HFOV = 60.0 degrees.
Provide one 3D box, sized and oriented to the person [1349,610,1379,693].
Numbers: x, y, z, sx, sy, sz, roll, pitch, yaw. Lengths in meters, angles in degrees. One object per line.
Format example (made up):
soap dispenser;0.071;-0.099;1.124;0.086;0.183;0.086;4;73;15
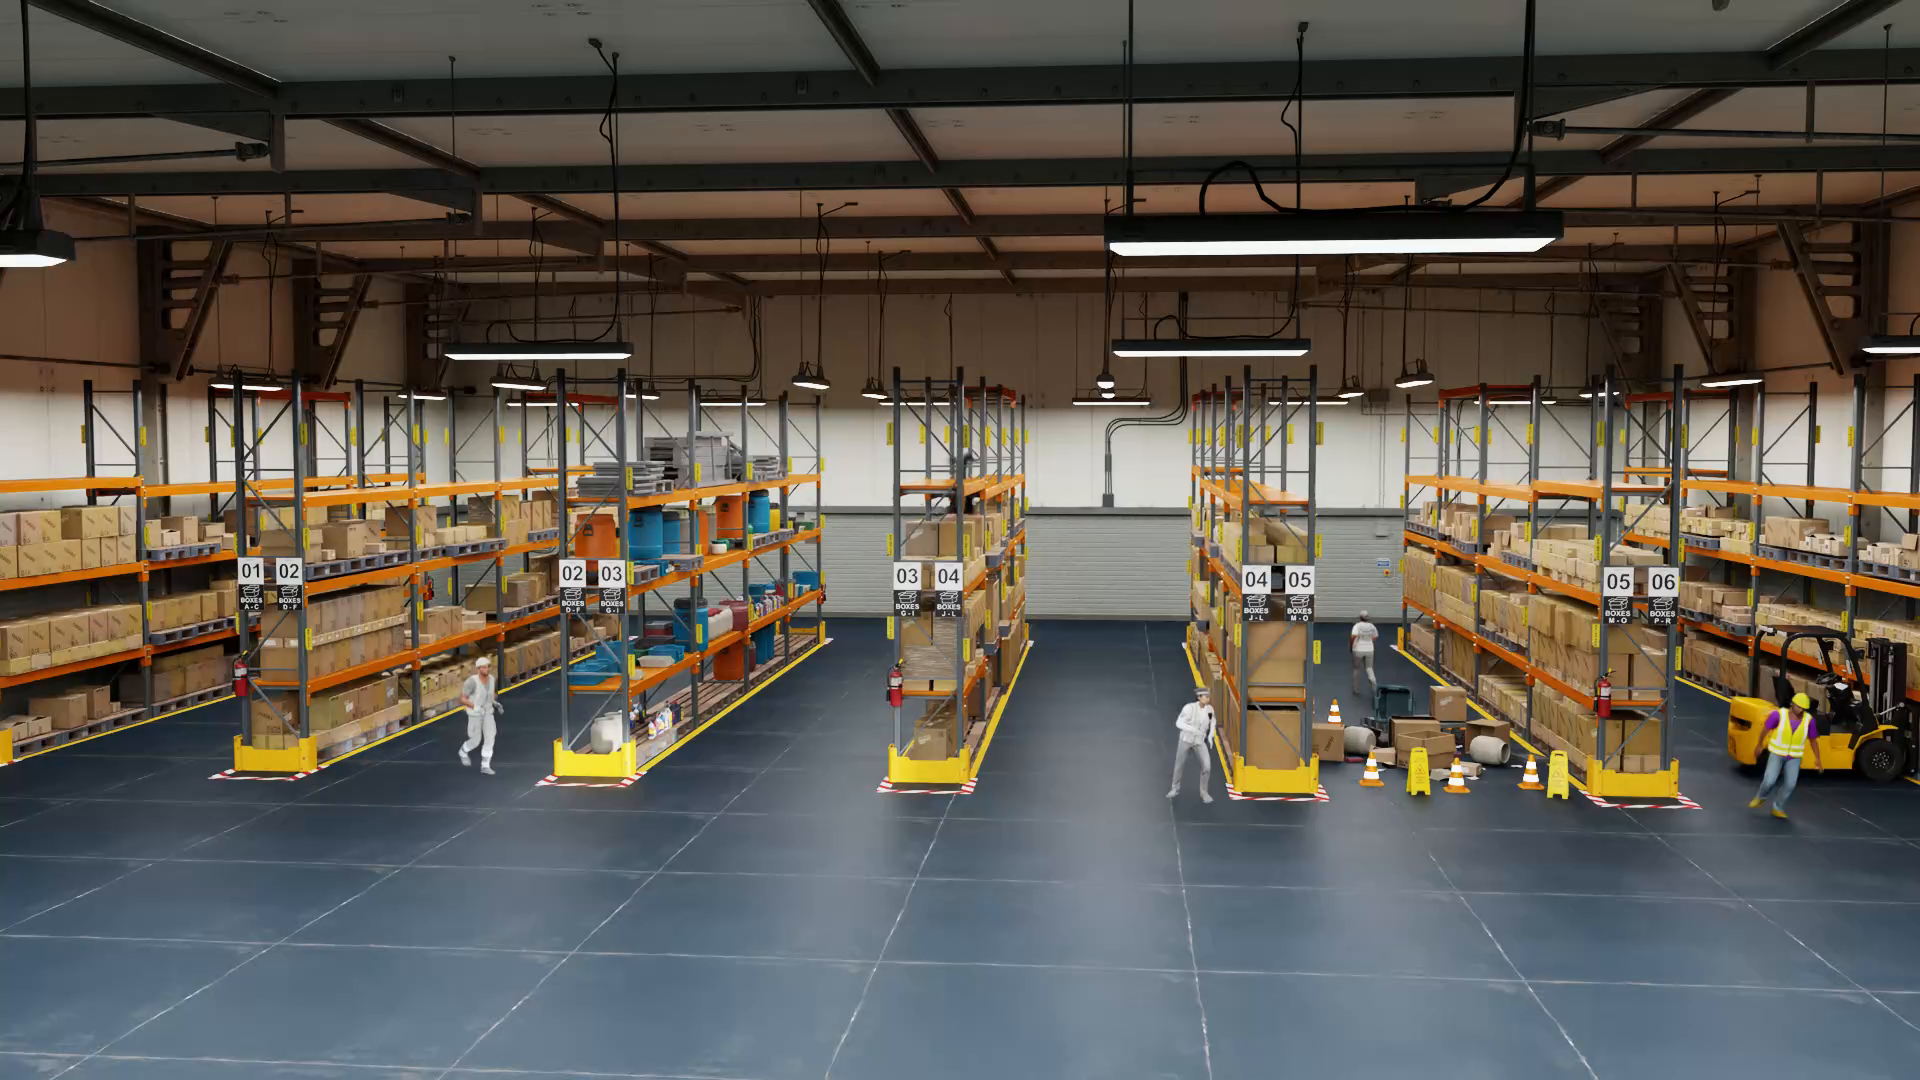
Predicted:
person;7.815;2.175;32.223;0.605;1.633;0.861;0;4;-2

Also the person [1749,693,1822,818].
person;10.784;2.796;21.688;0.795;1.682;0.651;1;4;14

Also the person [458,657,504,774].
person;-7.196;2.597;24.774;0.854;1.743;0.663;3;5;44

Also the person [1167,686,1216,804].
person;3.227;2.792;22.875;0.673;1.608;0.771;0;4;-5
